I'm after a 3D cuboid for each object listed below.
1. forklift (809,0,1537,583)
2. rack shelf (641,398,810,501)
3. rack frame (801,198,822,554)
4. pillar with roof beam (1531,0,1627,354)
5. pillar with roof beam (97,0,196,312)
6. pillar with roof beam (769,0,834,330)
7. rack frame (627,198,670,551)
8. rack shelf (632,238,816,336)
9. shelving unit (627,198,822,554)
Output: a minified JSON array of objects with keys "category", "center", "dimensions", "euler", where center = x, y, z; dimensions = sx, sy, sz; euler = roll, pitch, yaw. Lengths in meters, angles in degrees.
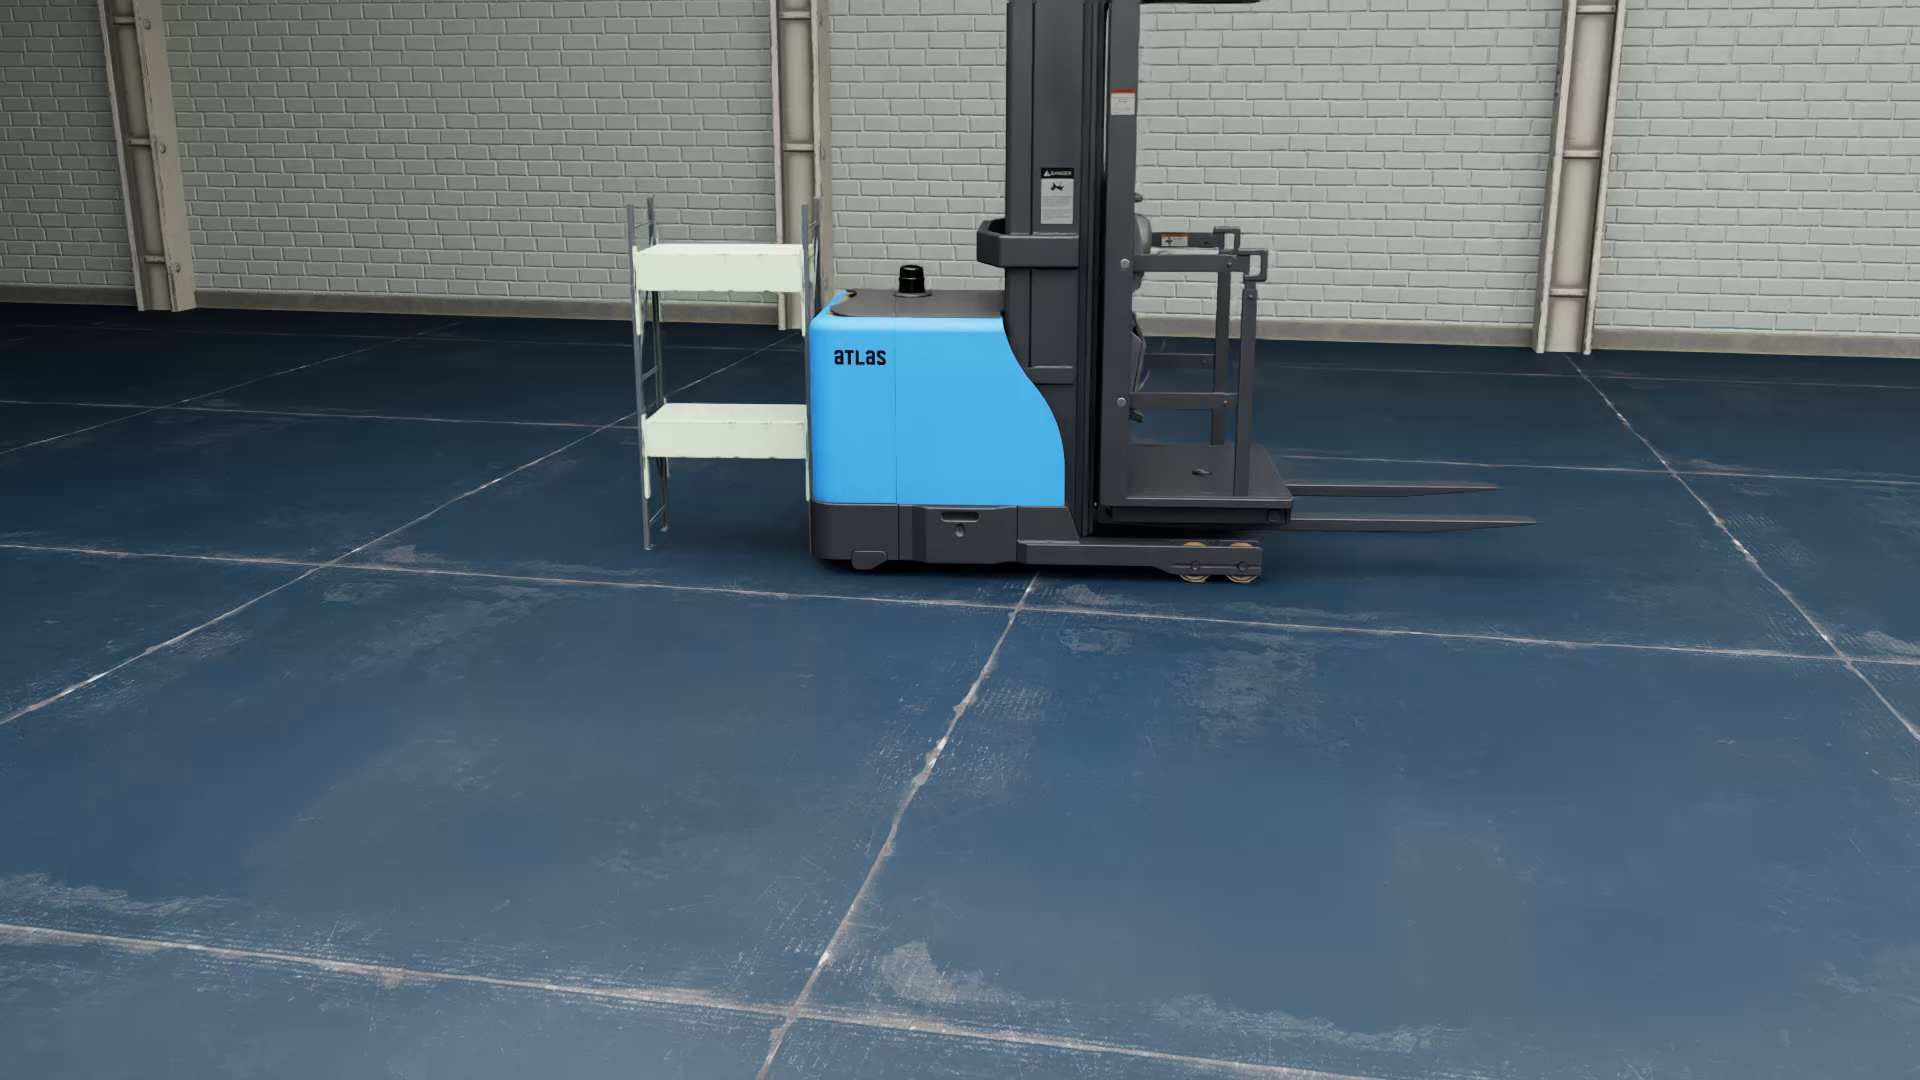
[{"category":"forklift","center":[0.908,-1.381,6.986],"dimensions":[3.031,2.935,1.130],"euler":[1,16,3]},{"category":"rack shelf","center":[-1.001,-0.408,7.376],"dimensions":[0.720,0.370,0.431],"euler":[1,16,3]},{"category":"rack frame","center":[-0.635,-0.717,7.270],"dimensions":[0.023,1.500,0.400],"euler":[1,16,3]},{"category":"pillar with roof beam","center":[3.741,-4.662,7.465],"dimensions":[0.400,9.000,9.100],"euler":[3,16,11]},{"category":"pillar with roof beam","center":[-8.018,-5.300,9.770],"dimensions":[0.400,9.000,9.100],"euler":[3,16,11]},{"category":"pillar with roof beam","center":[-2.139,-4.981,8.618],"dimensions":[0.400,9.000,9.100],"euler":[3,16,11]},{"category":"rack frame","center":[-1.366,-0.727,7.308],"dimensions":[0.023,1.500,0.400],"euler":[1,16,3]},{"category":"rack shelf","center":[-1.001,-1.098,7.185],"dimensions":[0.720,0.370,0.431],"euler":[1,16,3]},{"category":"shelving unit","center":[-1.001,-0.722,7.289],"dimensions":[0.755,1.500,0.431],"euler":[1,16,3]}]
